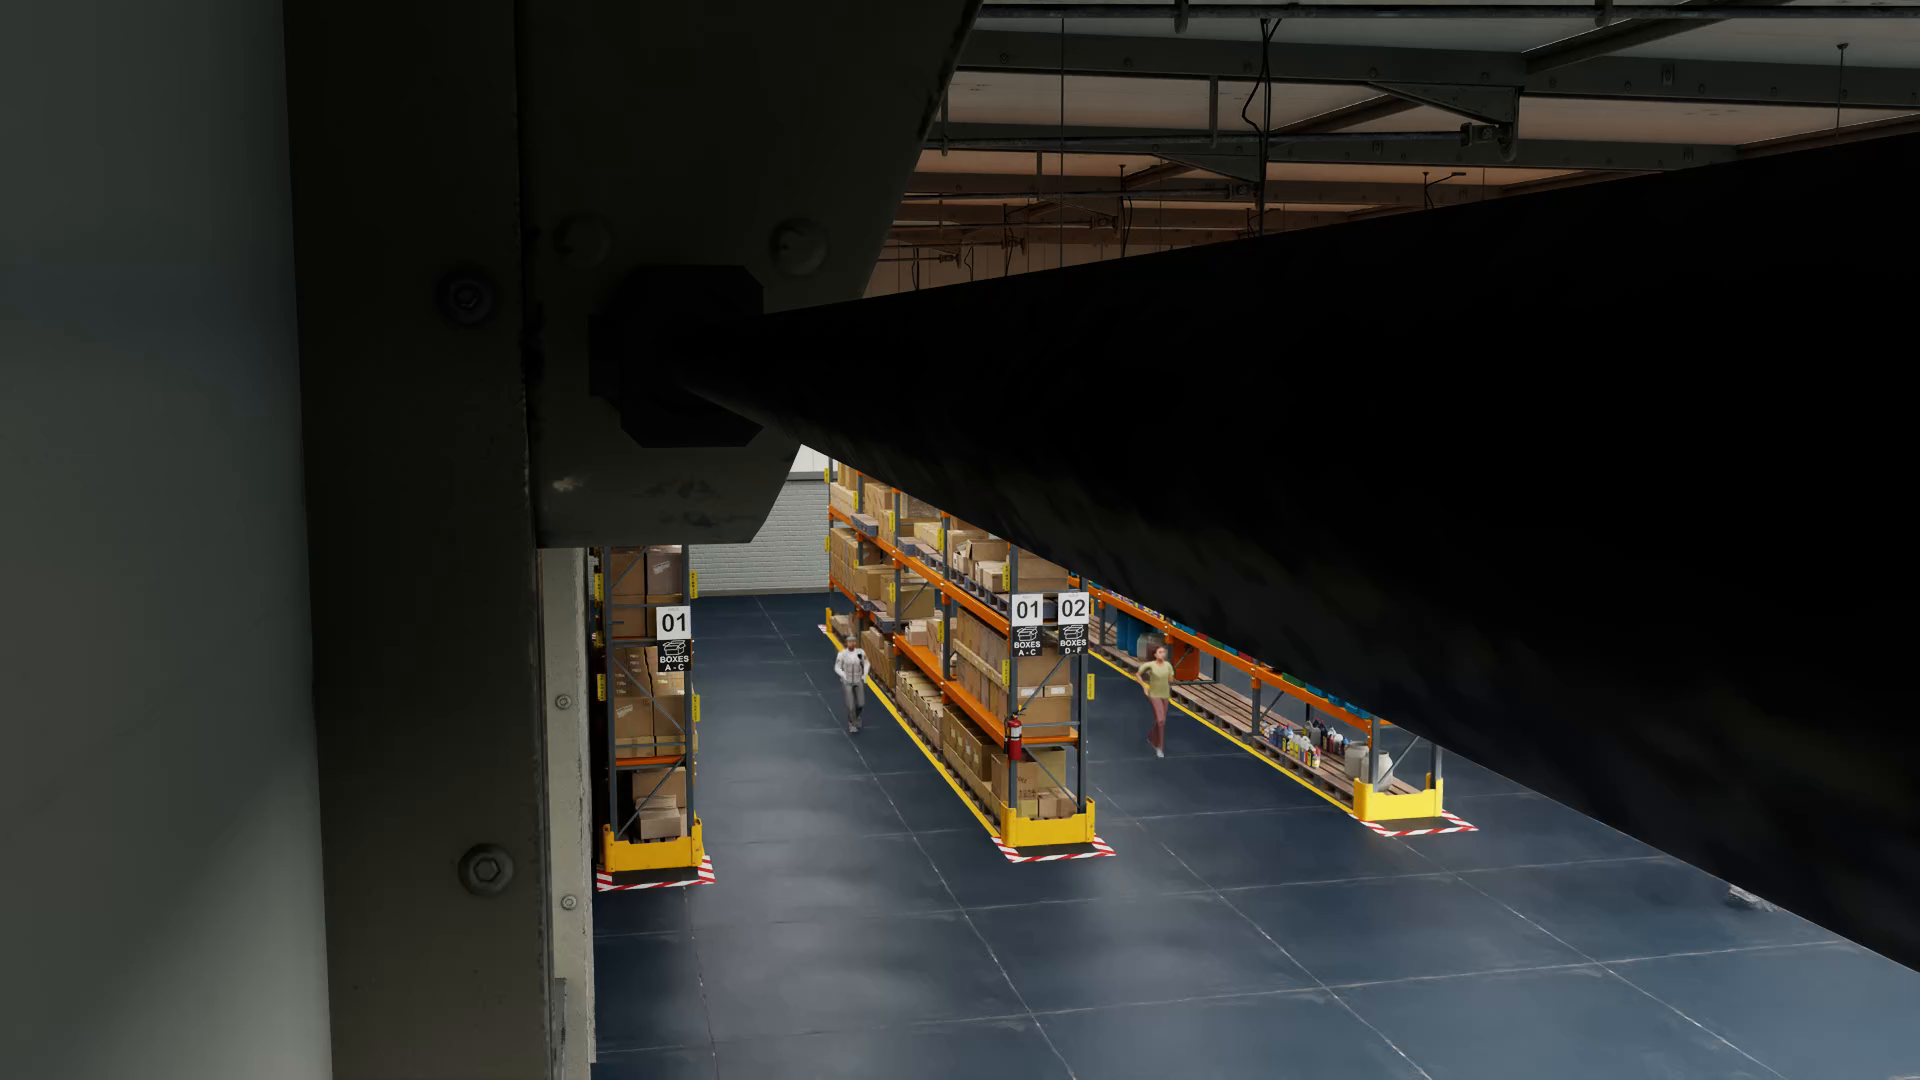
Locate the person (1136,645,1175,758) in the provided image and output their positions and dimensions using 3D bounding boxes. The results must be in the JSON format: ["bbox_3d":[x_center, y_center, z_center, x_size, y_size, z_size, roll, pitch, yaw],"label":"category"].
[{"bbox_3d":[3.054,2.463,25.648,0.561,1.726,0.688,-3,7,-23],"label":"person"}]

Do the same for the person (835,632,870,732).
[{"bbox_3d":[-1.722,2.311,26.895,0.589,1.653,0.528,-1,7,-10],"label":"person"}]

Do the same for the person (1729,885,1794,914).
[{"bbox_3d":[9.082,3.316,18.629,0.738,1.728,0.584,1,7,10],"label":"person"}]
